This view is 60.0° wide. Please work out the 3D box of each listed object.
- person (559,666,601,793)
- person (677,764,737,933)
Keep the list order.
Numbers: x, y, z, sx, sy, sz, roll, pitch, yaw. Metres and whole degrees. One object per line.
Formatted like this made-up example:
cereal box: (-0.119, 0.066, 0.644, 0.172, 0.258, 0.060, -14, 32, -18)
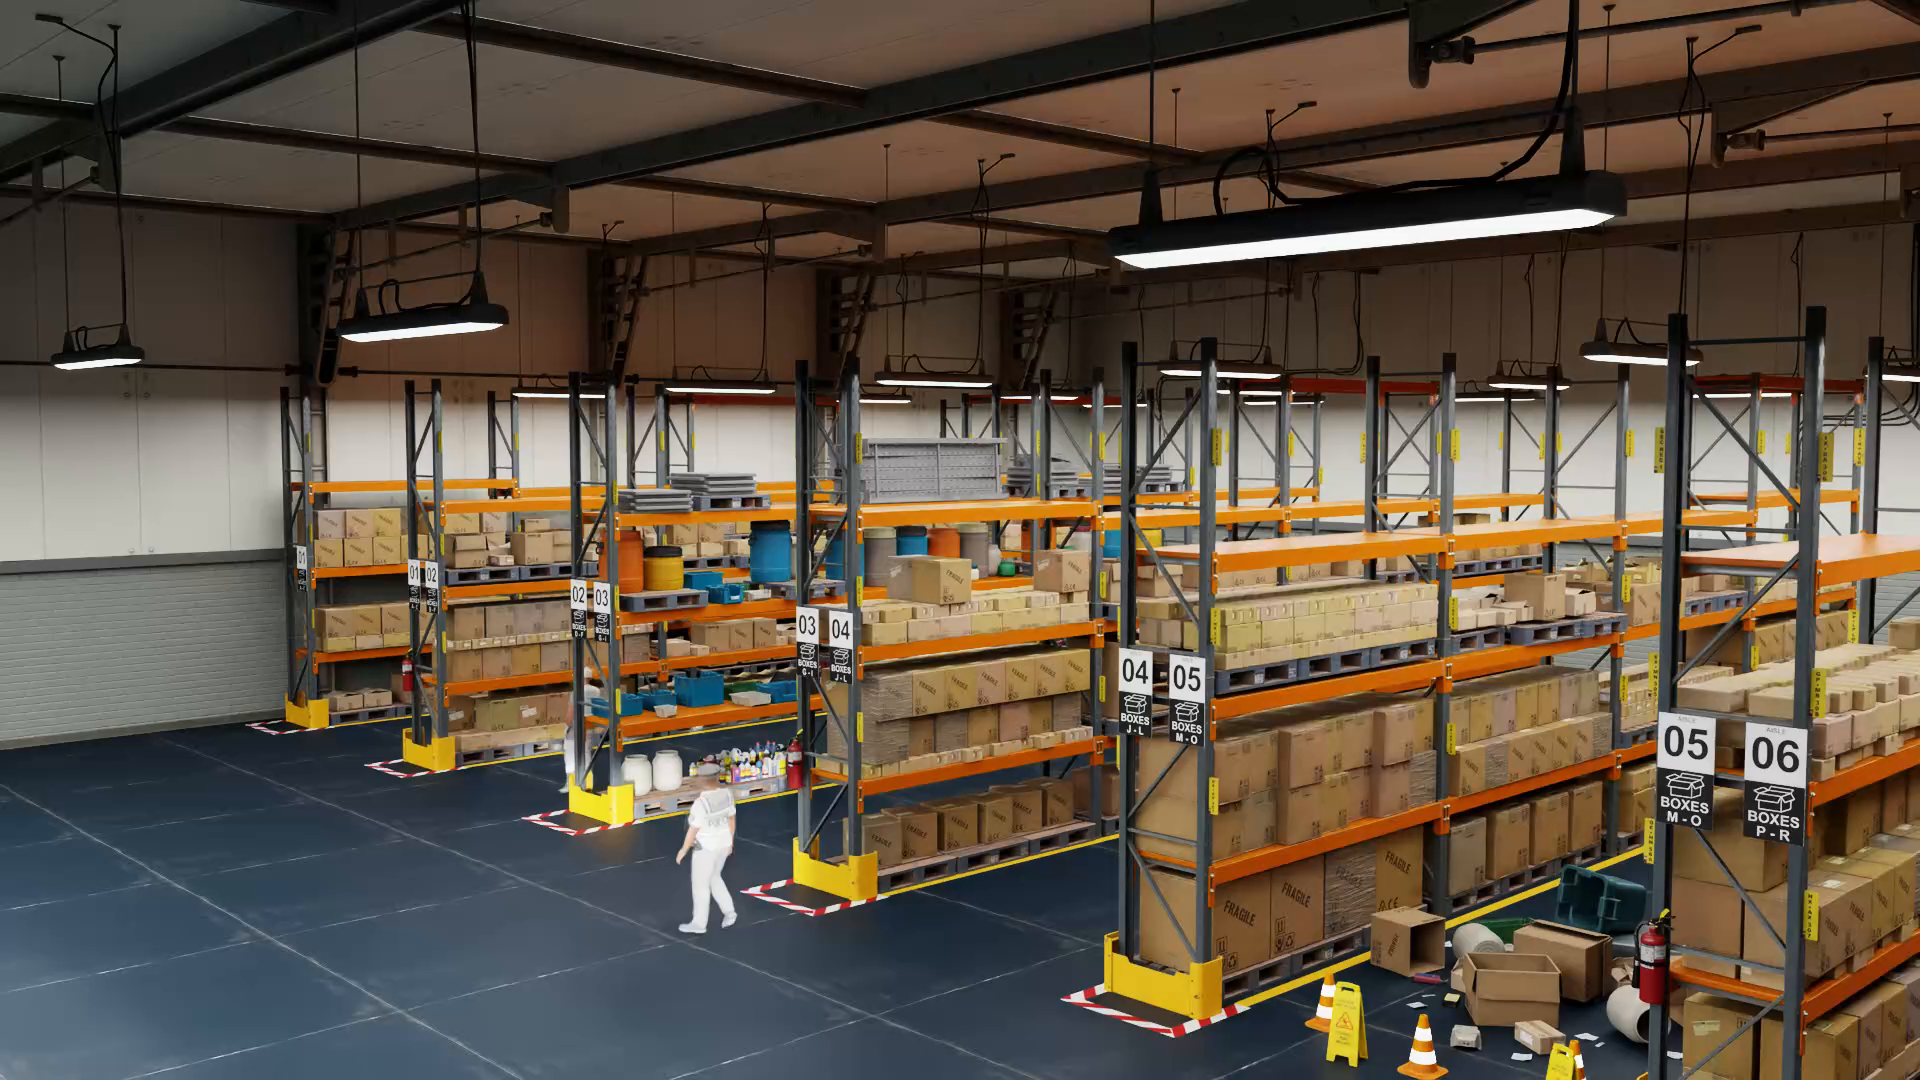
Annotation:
person: (-5.497, 2.737, 24.068, 0.616, 1.820, 0.377, -3, 5, -43)
person: (-2.633, 3.197, 17.229, 0.543, 1.775, 0.608, 2, 4, 27)
